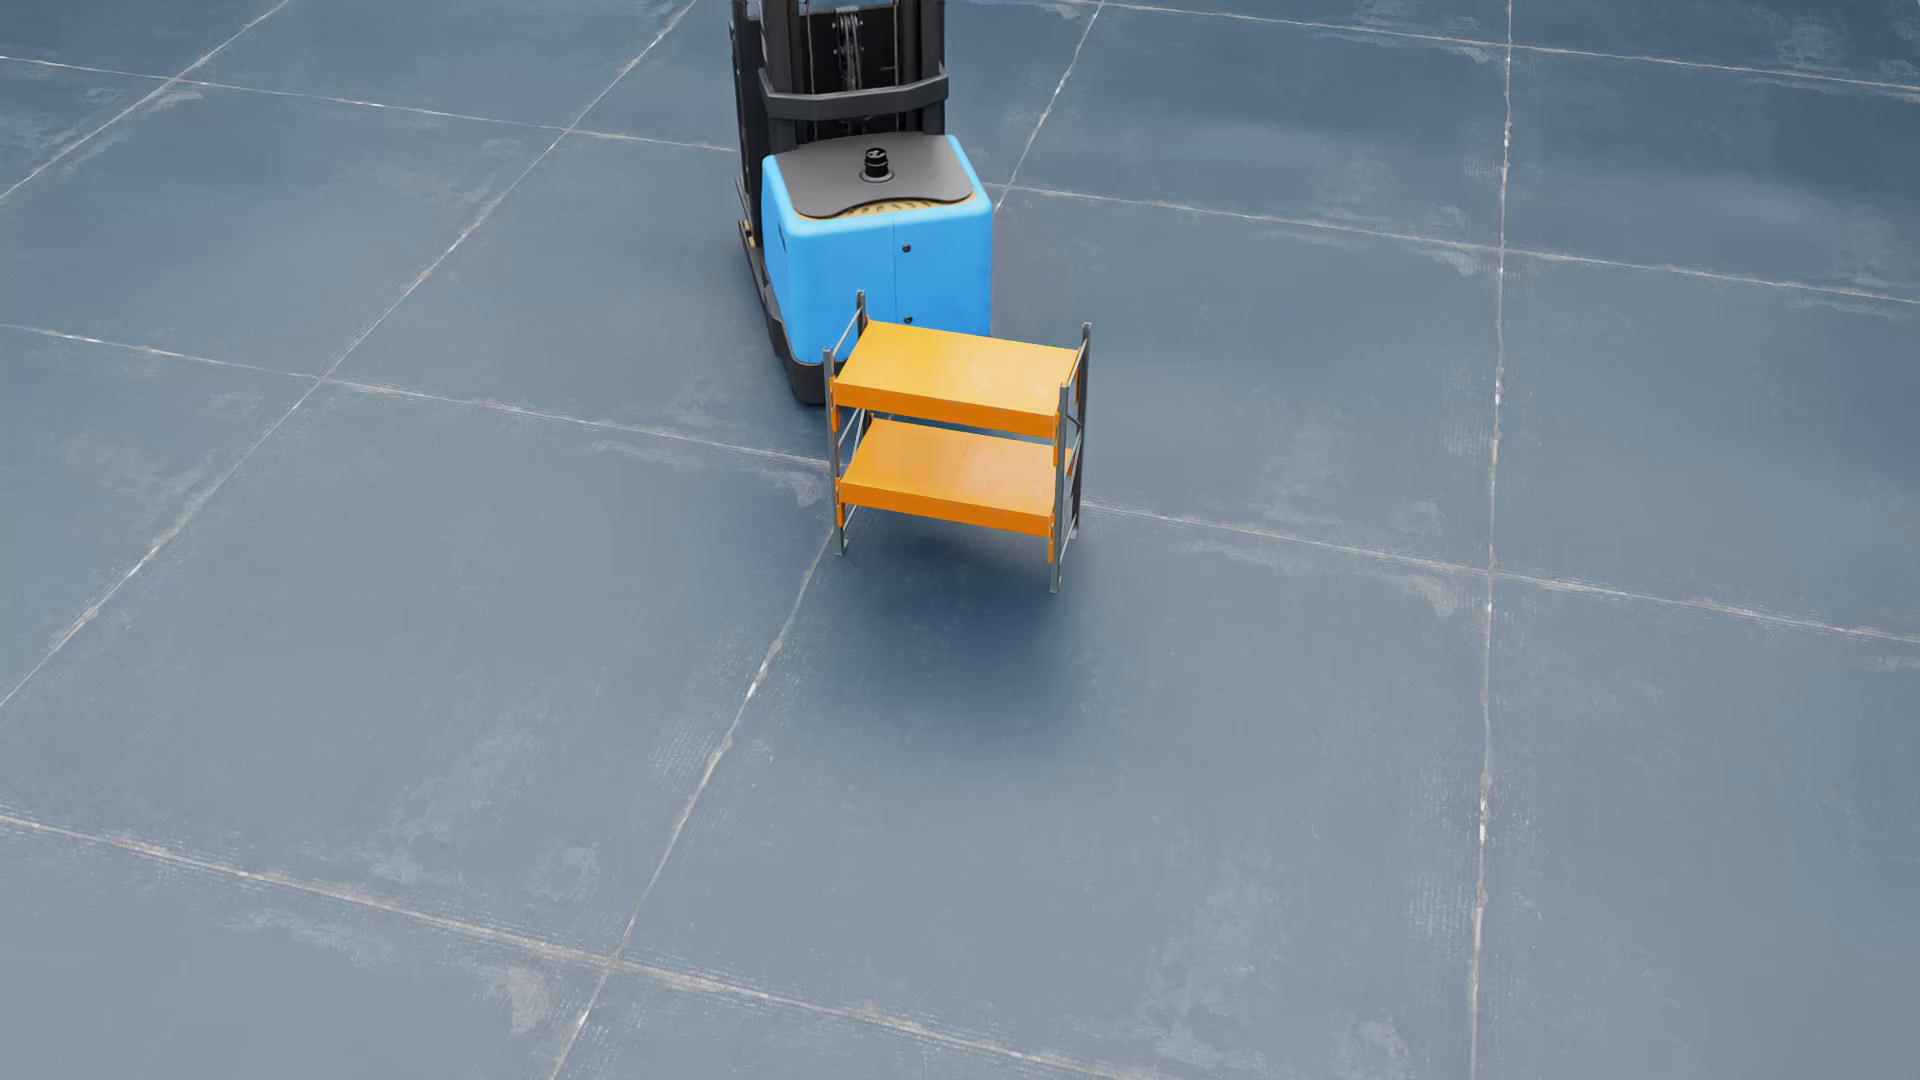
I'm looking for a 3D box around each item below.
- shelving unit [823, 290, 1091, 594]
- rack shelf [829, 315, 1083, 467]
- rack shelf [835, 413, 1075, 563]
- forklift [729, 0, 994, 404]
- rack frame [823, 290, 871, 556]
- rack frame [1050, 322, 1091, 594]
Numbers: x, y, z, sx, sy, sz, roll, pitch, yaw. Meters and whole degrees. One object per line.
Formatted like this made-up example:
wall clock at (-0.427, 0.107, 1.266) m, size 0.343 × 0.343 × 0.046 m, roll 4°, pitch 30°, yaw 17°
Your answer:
shelving unit at (-0.007, -0.432, 7.414) m, size 1.048 × 1.125 × 0.538 m, roll 10°, pitch 41°, yaw 11°
rack shelf at (-0.007, -0.656, 7.226) m, size 1.000 × 0.278 × 0.538 m, roll 10°, pitch 41°, yaw 11°
rack shelf at (-0.007, -0.245, 7.571) m, size 1.000 × 0.278 × 0.538 m, roll 10°, pitch 41°, yaw 11°
forklift at (-0.681, -2.773, 8.797) m, size 1.130 × 2.935 × 3.031 m, roll -9°, pitch 41°, yaw -11°
rack frame at (-0.498, -0.516, 7.515) m, size 0.032 × 1.125 × 0.500 m, roll 10°, pitch 41°, yaw 11°
rack frame at (0.485, -0.347, 7.314) m, size 0.032 × 1.125 × 0.500 m, roll 10°, pitch 41°, yaw 11°
